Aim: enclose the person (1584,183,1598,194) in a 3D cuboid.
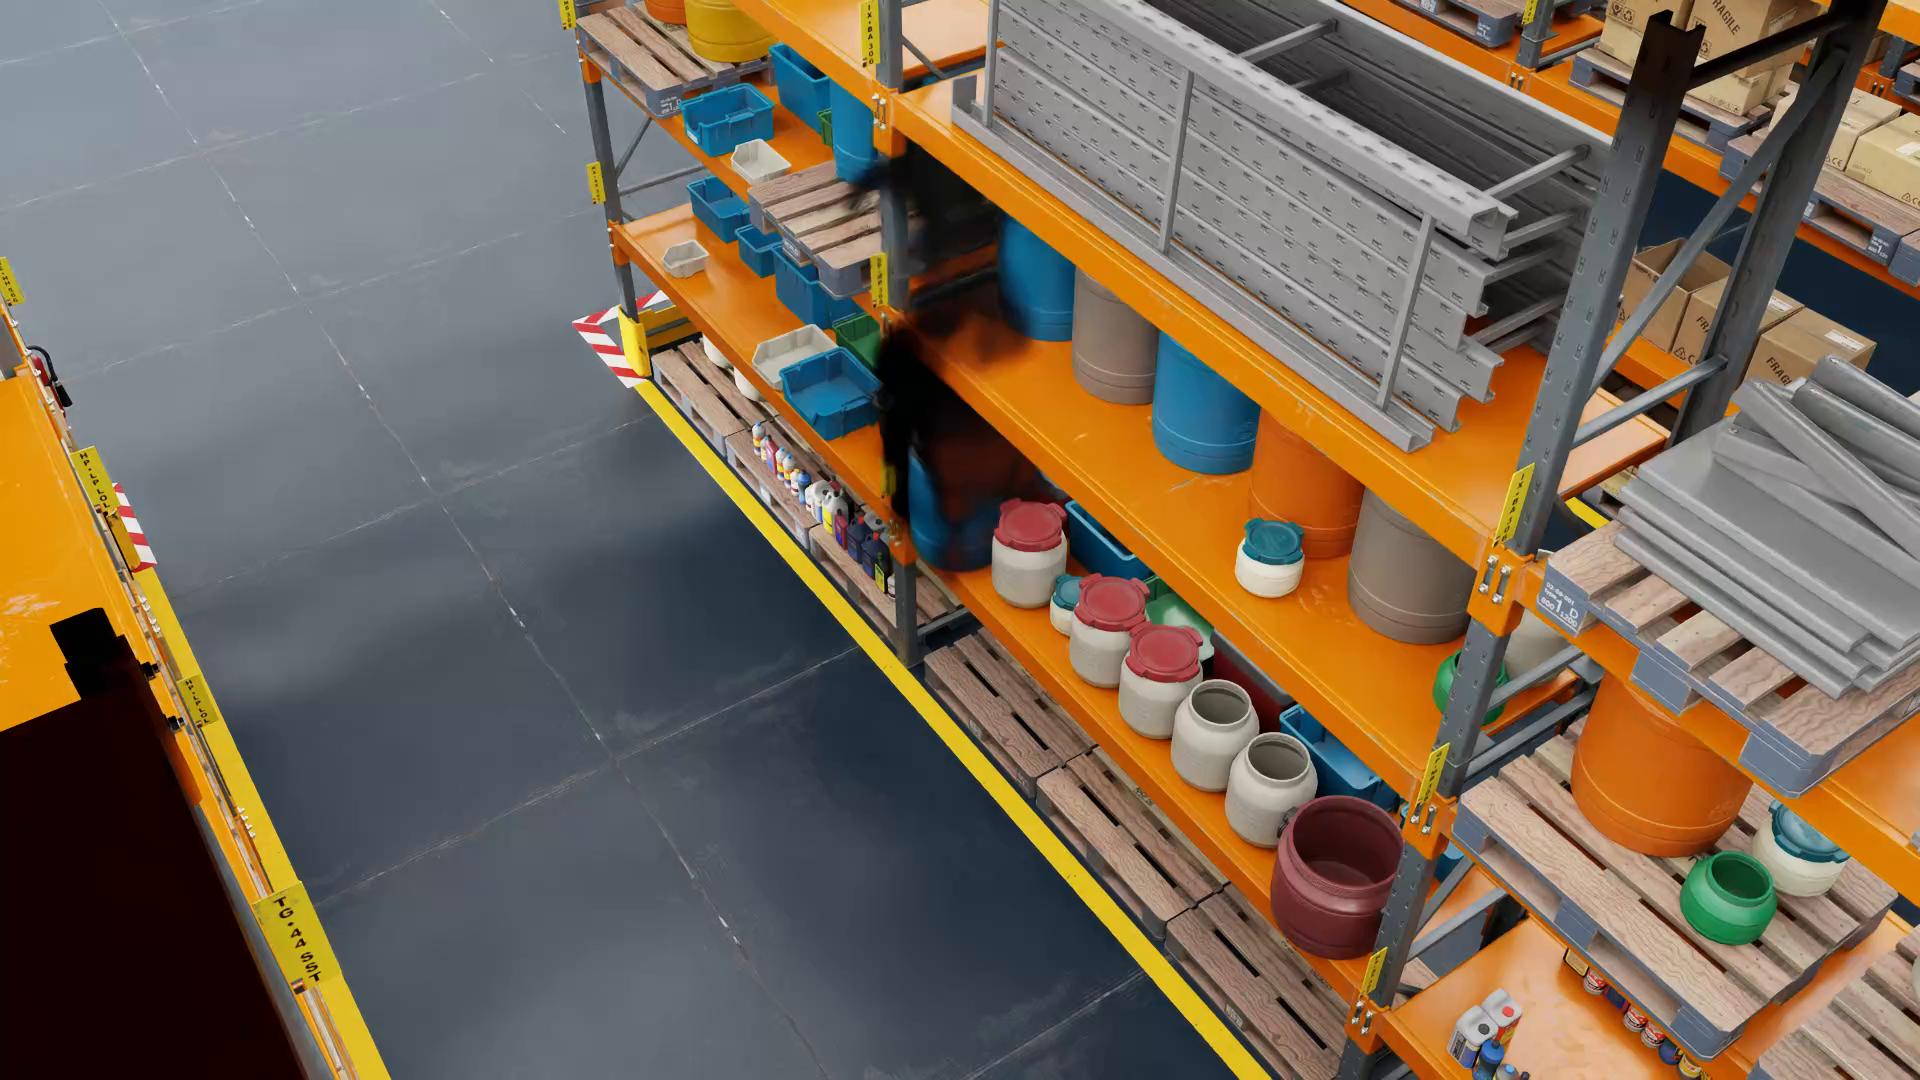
[{"bbox_3d":[5.240,-2.895,13.641,0.669,1.768,0.921,-33,52,-31],"label":"person"}]
